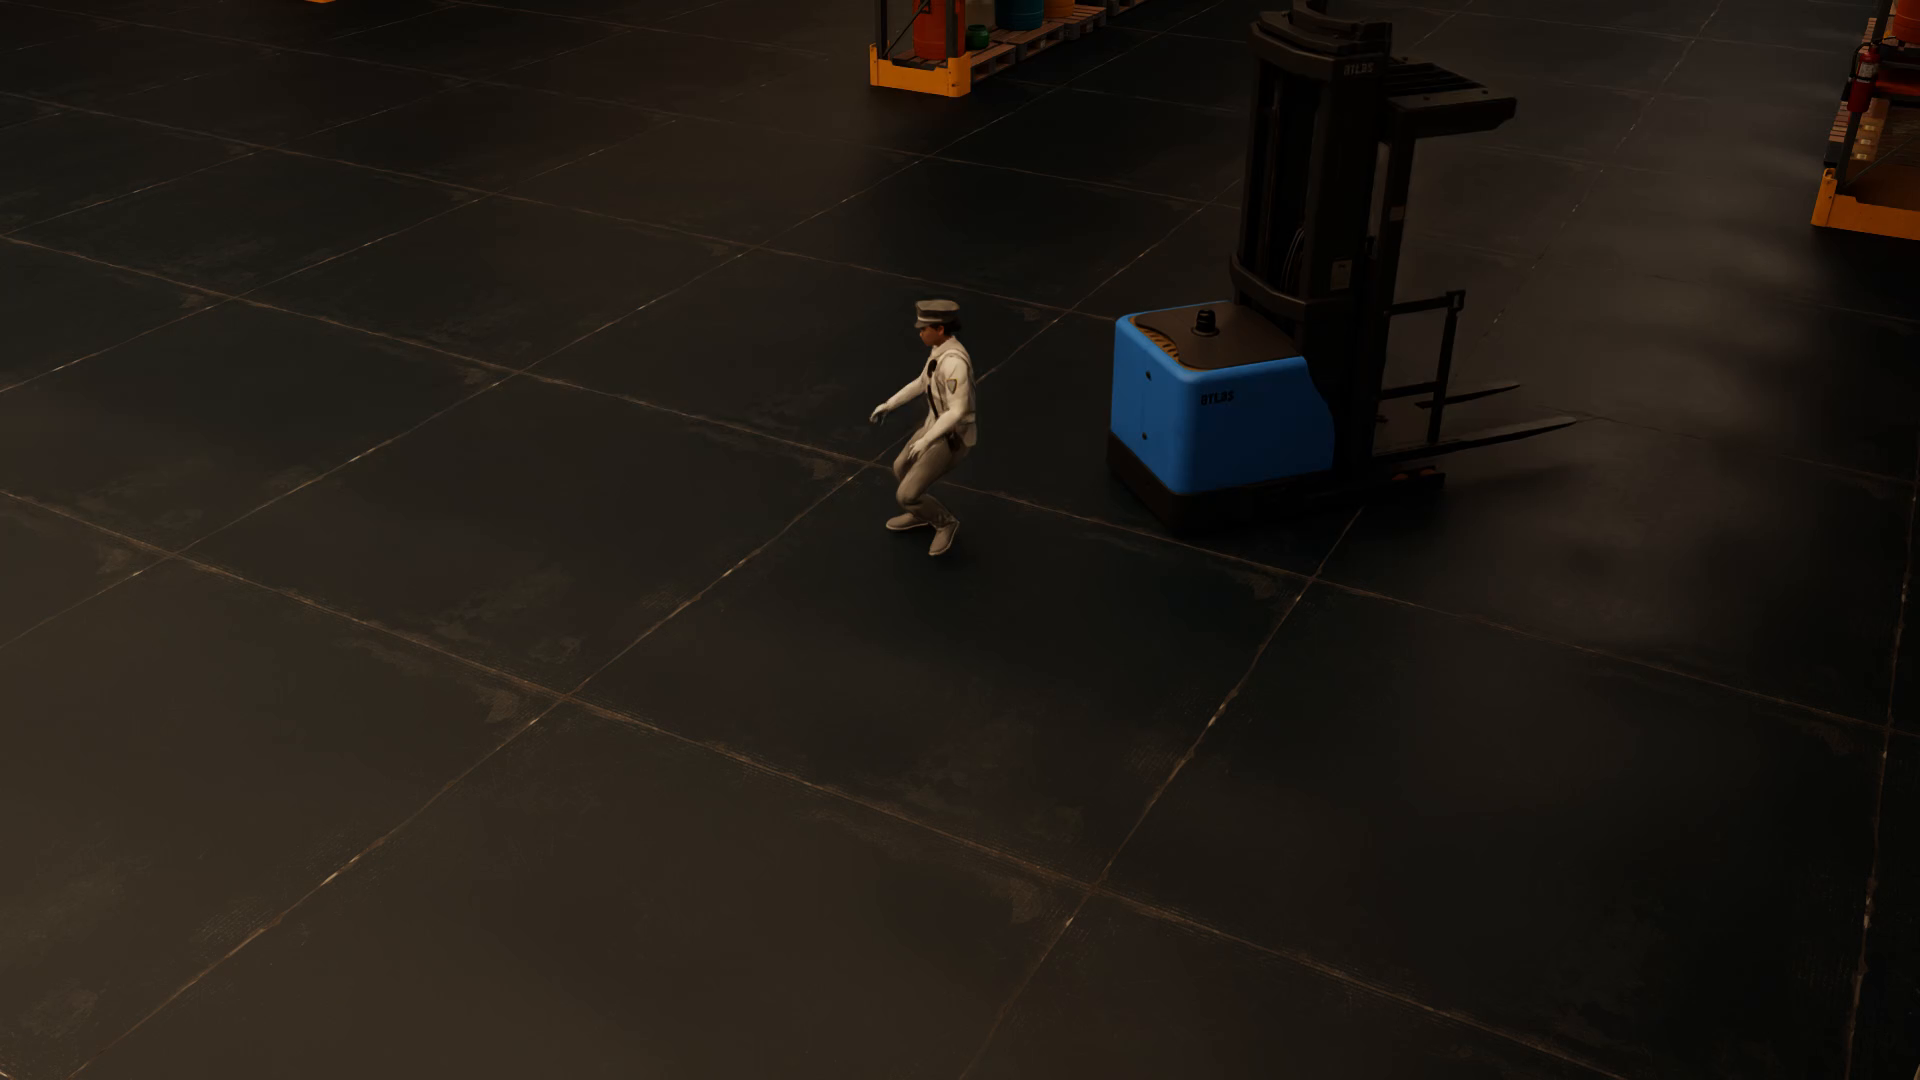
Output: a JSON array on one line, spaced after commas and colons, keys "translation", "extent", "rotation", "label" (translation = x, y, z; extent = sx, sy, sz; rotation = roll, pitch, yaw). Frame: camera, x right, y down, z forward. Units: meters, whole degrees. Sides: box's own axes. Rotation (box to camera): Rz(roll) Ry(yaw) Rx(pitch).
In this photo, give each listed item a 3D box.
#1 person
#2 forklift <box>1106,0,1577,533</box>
[{"translation": [-0.200, -0.630, 9.547], "extent": [0.555, 1.538, 0.716], "rotation": [-5, 30, -9], "label": "person"}, {"translation": [2.517, -1.754, 10.110], "extent": [3.031, 2.935, 1.130], "rotation": [-10, 32, -17], "label": "forklift"}]
